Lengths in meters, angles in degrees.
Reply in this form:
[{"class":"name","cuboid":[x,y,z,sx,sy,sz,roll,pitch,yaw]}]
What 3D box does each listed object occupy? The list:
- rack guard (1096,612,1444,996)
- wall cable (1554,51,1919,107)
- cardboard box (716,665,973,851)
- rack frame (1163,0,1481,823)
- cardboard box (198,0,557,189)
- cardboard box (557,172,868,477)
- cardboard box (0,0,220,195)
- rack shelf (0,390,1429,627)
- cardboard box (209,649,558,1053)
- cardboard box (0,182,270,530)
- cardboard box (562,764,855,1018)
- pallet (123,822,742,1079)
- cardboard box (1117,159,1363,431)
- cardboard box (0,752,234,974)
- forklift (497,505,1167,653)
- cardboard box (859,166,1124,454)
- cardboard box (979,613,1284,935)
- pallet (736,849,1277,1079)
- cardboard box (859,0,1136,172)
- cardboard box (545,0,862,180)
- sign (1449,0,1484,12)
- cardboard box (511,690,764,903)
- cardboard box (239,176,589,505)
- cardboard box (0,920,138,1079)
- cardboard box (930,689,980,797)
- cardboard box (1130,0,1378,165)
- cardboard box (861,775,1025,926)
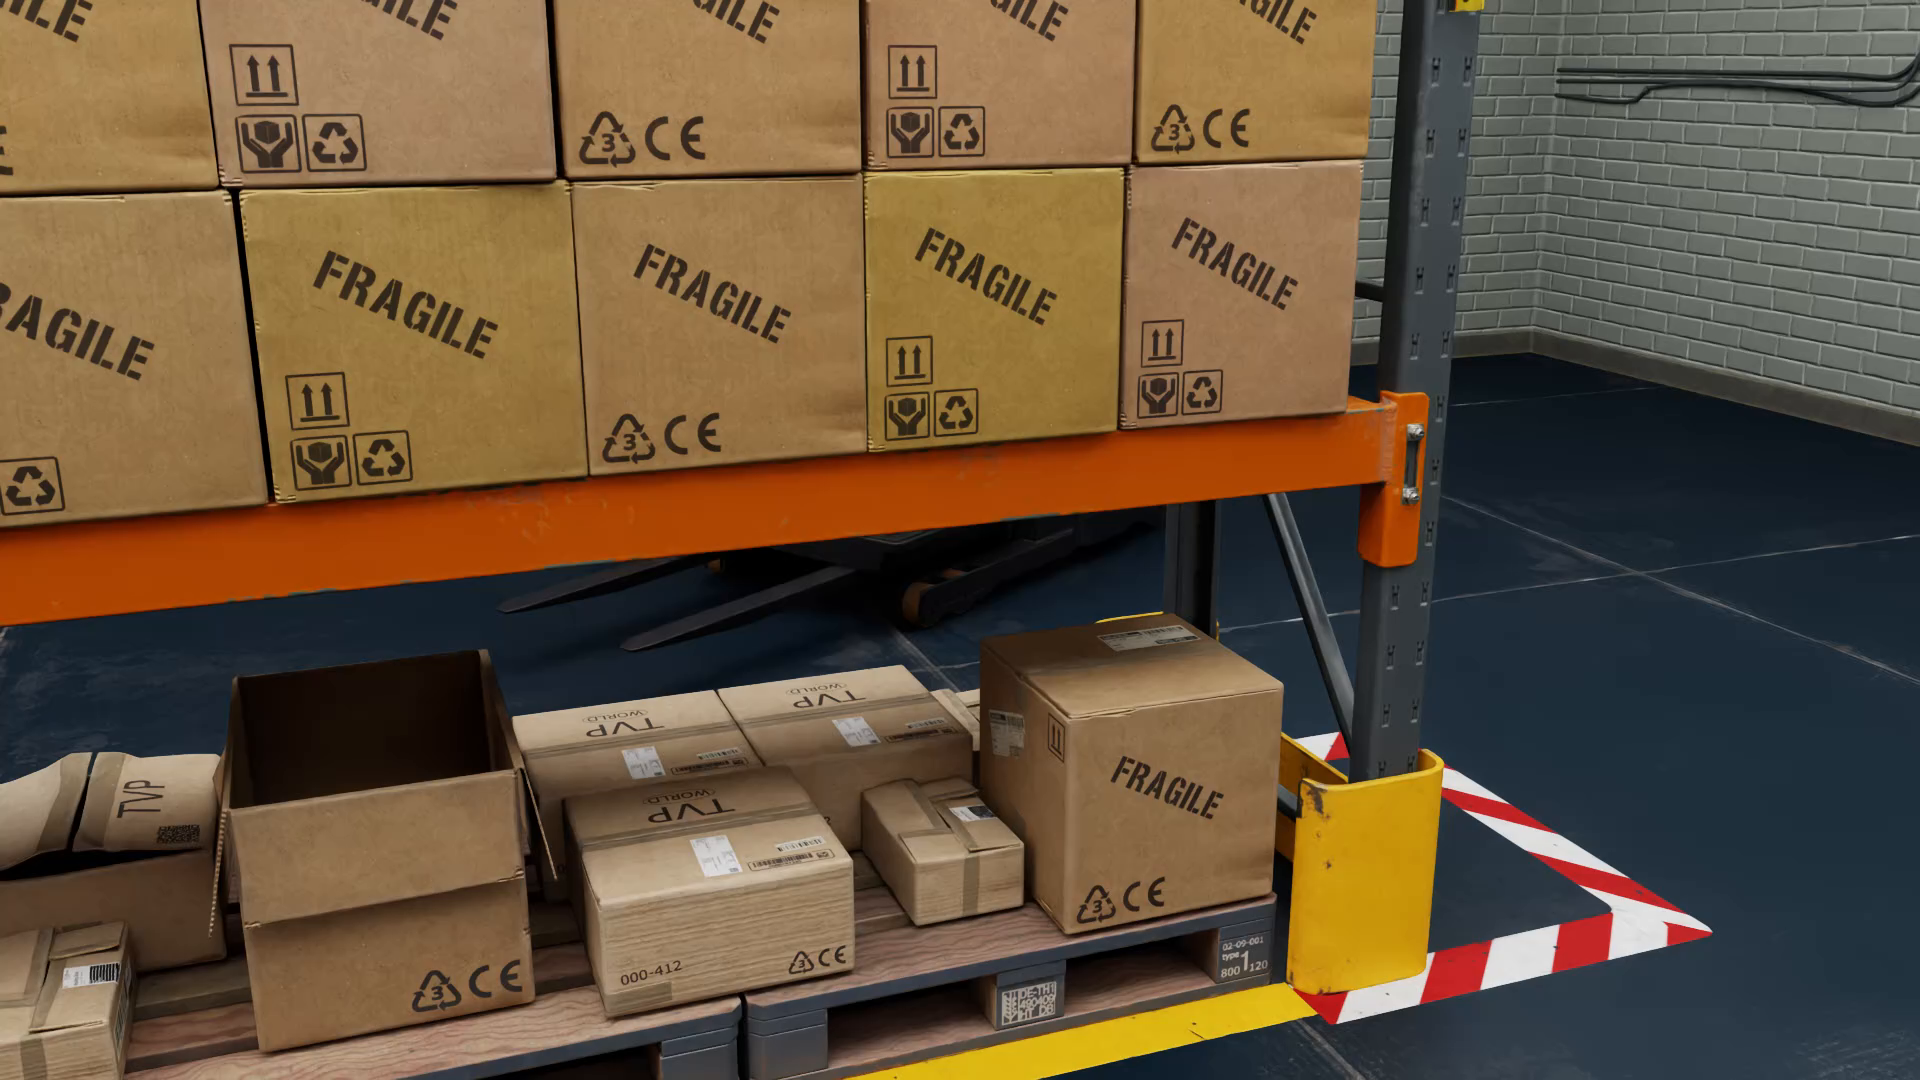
[{"class":"rack guard","cuboid":[0.715,0.601,4.165,0.348,0.500,1.175,-6,17,-20]},{"class":"wall cable","cuboid":[4.419,-3.774,9.490,0.112,2.526,3.097,-6,17,-20]},{"class":"cardboard box","cuboid":[-0.291,0.532,4.061,0.500,0.250,0.500,-6,17,-20]},{"class":"rack frame","cuboid":[0.786,-0.606,3.839,0.127,3.000,1.000,-6,17,-20]},{"class":"cardboard box","cuboid":[-0.965,-0.860,2.752,0.500,0.500,0.500,-6,17,-18]},{"class":"cardboard box","cuboid":[-0.486,-0.435,3.080,0.500,0.500,0.500,-6,17,-20]},{"class":"cardboard box","cuboid":[-1.447,-0.808,2.574,0.500,0.500,0.500,-7,18,-22]},{"class":"rack shelf","cuboid":[-1.082,-0.060,3.254,4.000,0.370,1.077,-6,17,-20]},{"class":"cardboard box","cuboid":[-1.197,0.593,3.405,0.637,0.503,0.797,-6,17,-20]},{"class":"cardboard box","cuboid":[-1.431,-0.333,2.731,0.500,0.500,0.500,-6,17,-20]},{"class":"cardboard box","cuboid":[-0.532,0.709,3.458,0.500,0.250,0.500,-6,17,-20]},{"class":"pallet","cuboid":[-1.167,0.942,3.516,1.213,0.211,1.003,-6,17,-20]},{"class":"cardboard box","cuboid":[0.465,-0.538,3.428,0.500,0.500,0.500,-6,17,-18]},{"class":"cardboard box","cuboid":[-1.819,0.668,3.490,0.500,0.311,0.500,-6,17,-20]},{"class":"forklift","cuboid":[-0.359,-1.245,6.136,1.130,2.935,3.031,12,20,36]},{"class":"cardboard box","cuboid":[-0.018,-0.484,3.246,0.500,0.500,0.500,-6,17,-20]},{"class":"cardboard box","cuboid":[0.366,0.502,3.722,0.500,0.500,0.500,-6,17,-20]},{"class":"pallet","cuboid":[-0.030,0.820,3.932,1.213,0.211,1.003,-6,17,-20]},{"class":"cardboard box","cuboid":[-0.003,-0.966,3.111,0.500,0.500,0.500,-6,17,-19]},{"class":"cardboard box","cuboid":[-0.486,-0.912,2.929,0.500,0.500,0.500,-6,17,-19]},{"class":"sign","cuboid":[0.965,-1.165,3.128,0.005,0.325,0.100,-6,17,-20]},{"class":"cardboard box","cuboid":[-0.758,0.583,3.889,0.500,0.250,0.500,-6,17,-20]},{"class":"cardboard box","cuboid":[-0.957,-0.385,2.907,0.500,0.500,0.500,-6,18,-21]},{"class":"cardboard box","cuboid":[-1.676,0.870,3.059,0.250,0.166,0.380,-6,17,-20]},{"class":"cardboard box","cuboid":[0.038,0.519,4.255,0.250,0.166,0.380,-6,17,-20]},{"class":"cardboard box","cuboid":[0.468,-1.017,3.285,0.500,0.500,0.500,-6,18,-21]},{"class":"cardboard box","cuboid":[-0.044,0.679,3.711,0.250,0.166,0.380,-6,17,-20]}]
